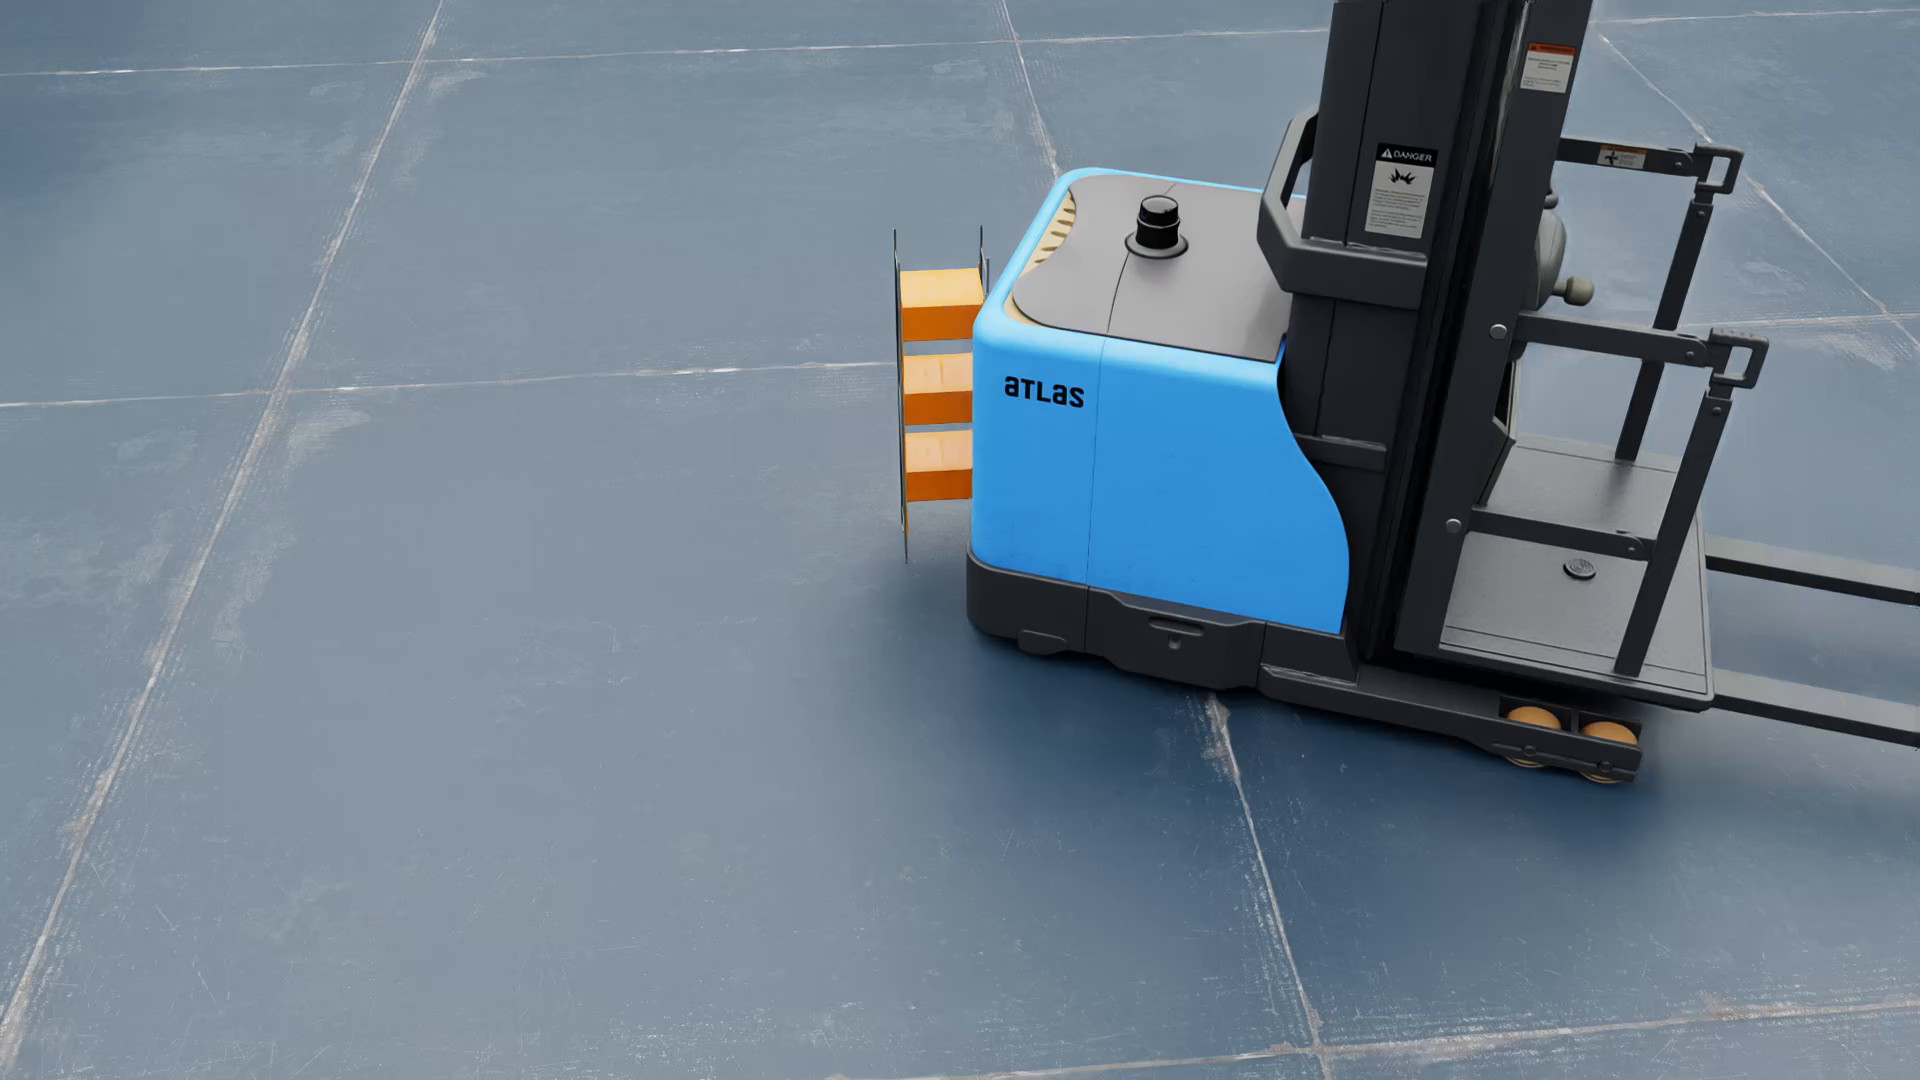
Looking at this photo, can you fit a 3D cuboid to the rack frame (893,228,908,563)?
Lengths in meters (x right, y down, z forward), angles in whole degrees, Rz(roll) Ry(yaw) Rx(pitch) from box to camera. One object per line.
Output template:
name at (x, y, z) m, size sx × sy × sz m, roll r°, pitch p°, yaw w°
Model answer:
rack frame at (-0.175, -0.403, 4.913) m, size 0.008 × 1.050 × 0.200 m, roll -3°, pitch 38°, yaw -4°

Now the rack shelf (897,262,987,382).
rack shelf at (-0.053, -0.624, 4.752) m, size 0.240 × 0.259 × 0.215 m, roll -3°, pitch 38°, yaw -4°

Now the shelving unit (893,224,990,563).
shelving unit at (-0.053, -0.409, 4.921) m, size 0.252 × 1.050 × 0.215 m, roll -3°, pitch 38°, yaw -4°

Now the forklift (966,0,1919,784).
forklift at (1.594, -0.873, 3.990) m, size 3.031 × 2.935 × 1.130 m, roll 11°, pitch 40°, yaw 13°

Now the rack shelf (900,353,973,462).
rack shelf at (-0.053, -0.401, 4.928) m, size 0.240 × 0.259 × 0.215 m, roll -3°, pitch 38°, yaw -4°

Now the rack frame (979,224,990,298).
rack frame at (0.068, -0.416, 4.930) m, size 0.008 × 1.050 × 0.200 m, roll -3°, pitch 38°, yaw -4°

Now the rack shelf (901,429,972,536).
rack shelf at (-0.053, -0.183, 5.100) m, size 0.240 × 0.259 × 0.215 m, roll -3°, pitch 38°, yaw -4°
